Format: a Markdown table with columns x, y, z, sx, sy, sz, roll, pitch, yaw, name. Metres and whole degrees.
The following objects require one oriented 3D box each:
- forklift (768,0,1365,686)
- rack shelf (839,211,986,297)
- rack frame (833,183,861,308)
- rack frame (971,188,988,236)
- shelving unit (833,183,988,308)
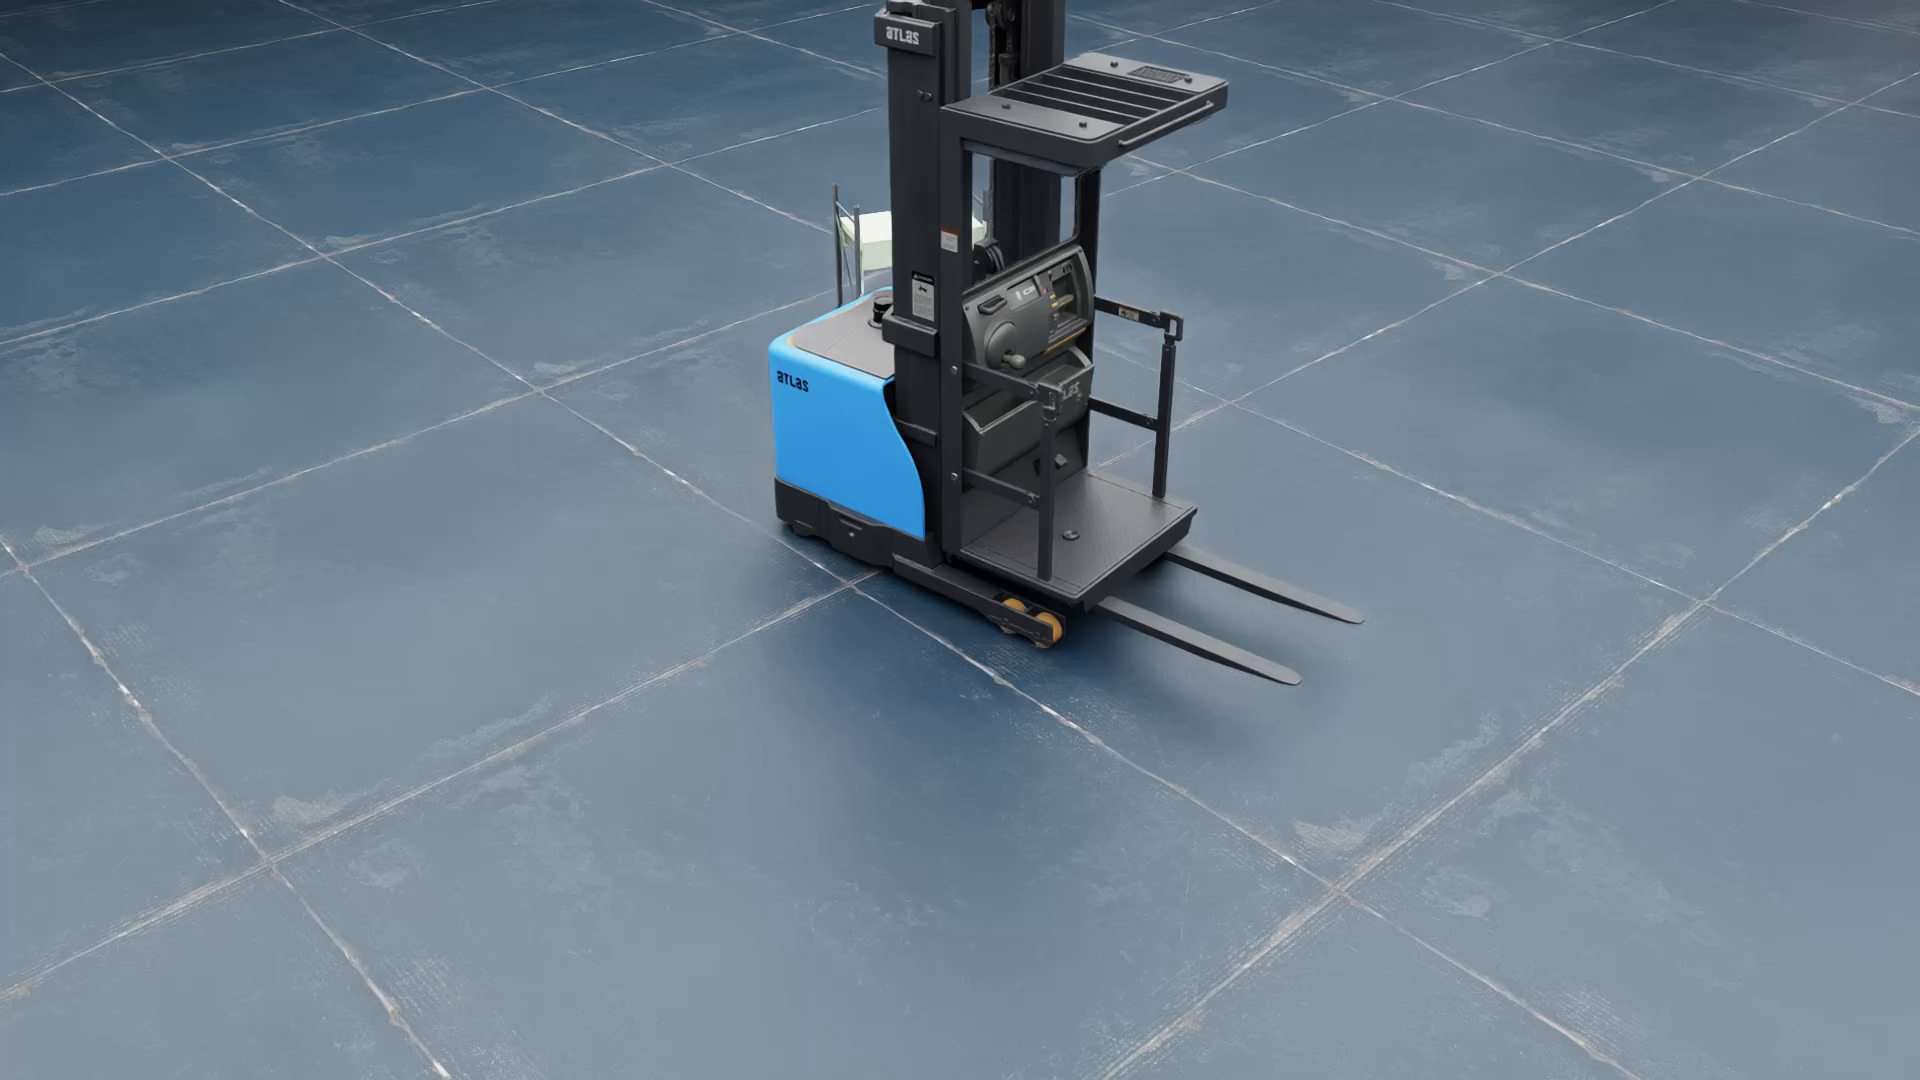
| x | y | z | sx | sy | sz | roll | pitch | yaw | name |
| --- | --- | --- | --- | --- | --- | --- | --- | --- | --- |
| 0.492 | -1.050 | 7.658 | 3.031 | 2.935 | 1.130 | 22 | 38 | 32 | forklift |
| -0.271 | -1.606 | 9.191 | 0.720 | 0.370 | 0.431 | -12 | 33 | -18 | rack shelf |
| -0.611 | -1.204 | 9.281 | 0.023 | 1.500 | 0.400 | -12 | 33 | -18 | rack frame |
| 0.070 | -1.343 | 9.508 | 0.023 | 1.500 | 0.400 | -12 | 33 | -18 | rack frame |
| -0.271 | -1.273 | 9.395 | 0.755 | 1.500 | 0.431 | -12 | 33 | -18 | shelving unit |
